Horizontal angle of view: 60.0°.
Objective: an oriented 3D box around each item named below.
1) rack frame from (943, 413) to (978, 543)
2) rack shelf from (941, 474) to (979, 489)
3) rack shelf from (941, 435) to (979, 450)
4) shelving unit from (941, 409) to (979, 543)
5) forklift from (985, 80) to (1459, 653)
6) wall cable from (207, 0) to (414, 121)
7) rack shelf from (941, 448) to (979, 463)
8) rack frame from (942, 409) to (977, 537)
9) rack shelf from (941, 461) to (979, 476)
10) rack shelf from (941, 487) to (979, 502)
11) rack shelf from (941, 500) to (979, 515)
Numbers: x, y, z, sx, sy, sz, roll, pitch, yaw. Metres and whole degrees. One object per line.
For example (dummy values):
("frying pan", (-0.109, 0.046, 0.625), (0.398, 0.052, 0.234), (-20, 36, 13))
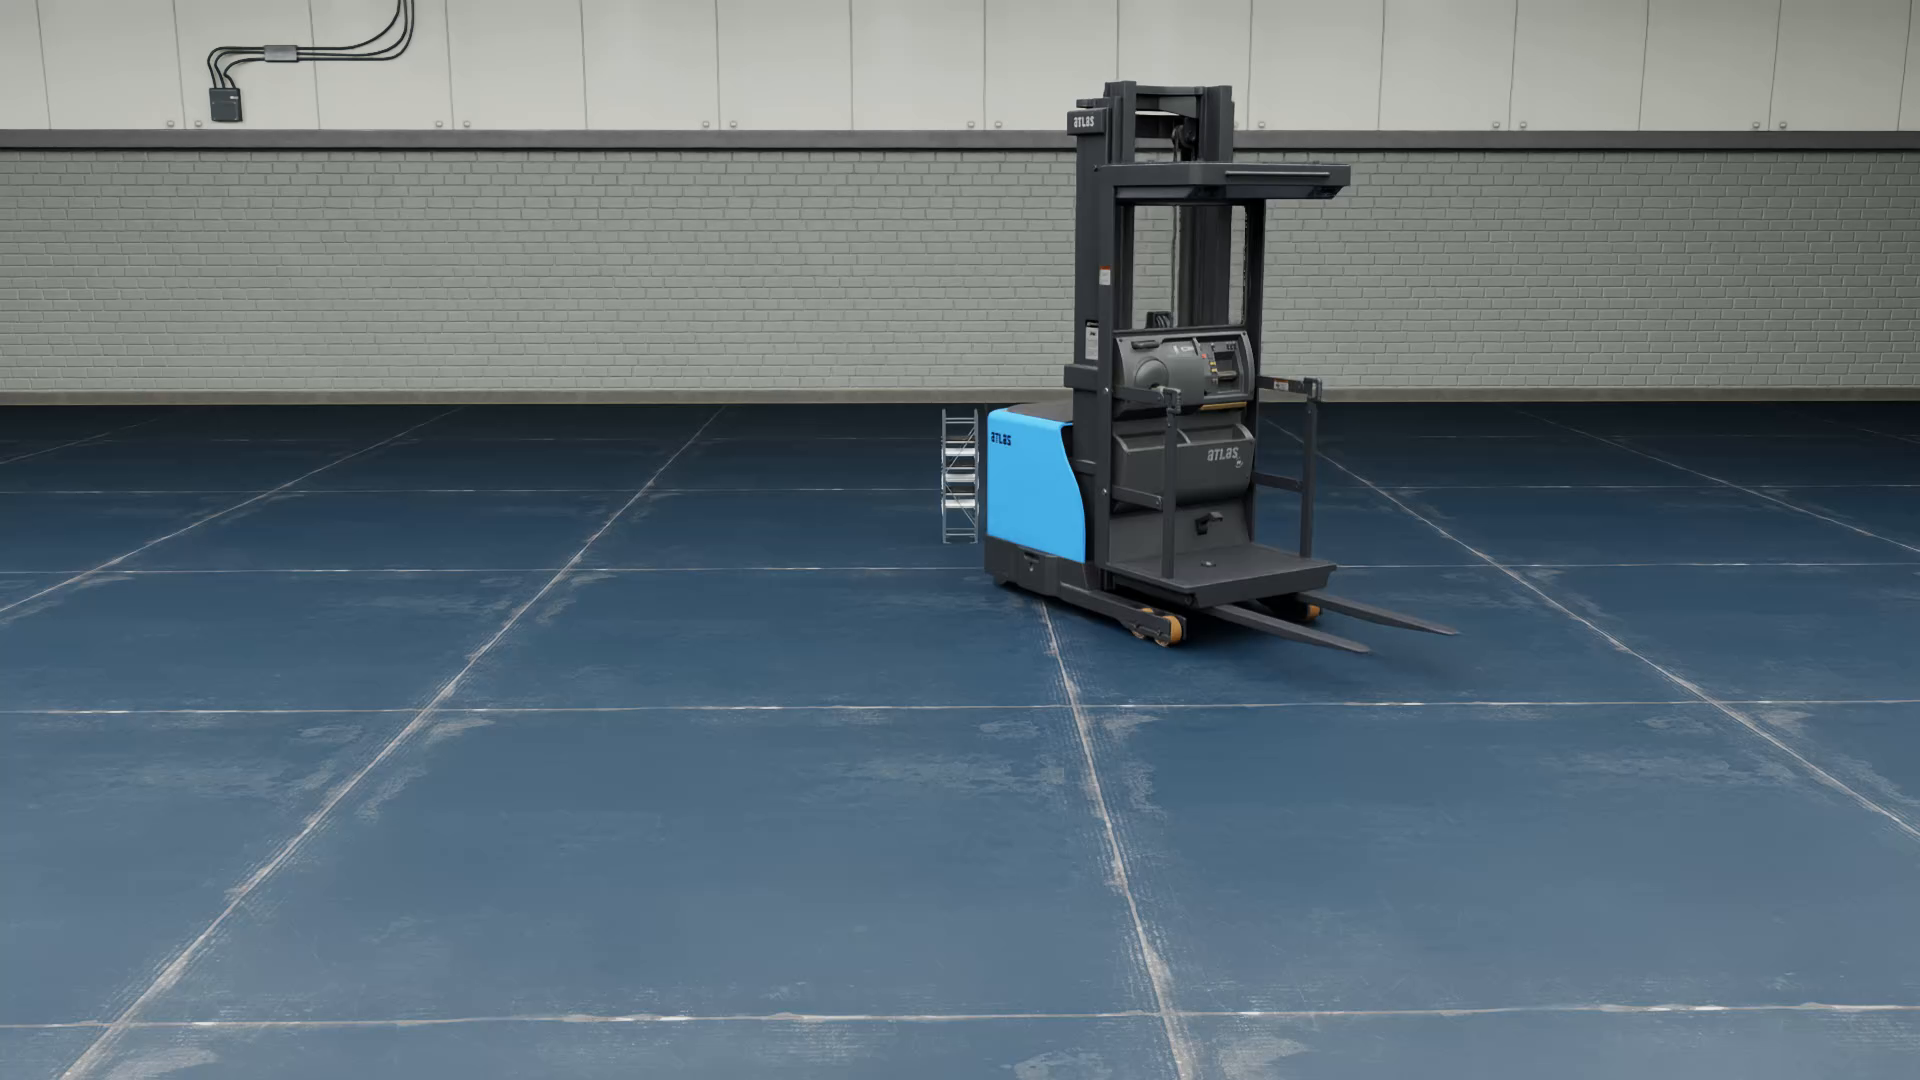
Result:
("rack frame", (0.002, -0.419, 11.362), (0.240, 0.900, 0.006), (0, 11, -1))
("rack shelf", (0.000, -0.407, 11.468), (0.258, 0.077, 0.200), (0, 11, -1))
("rack shelf", (0.000, -0.671, 11.415), (0.258, 0.077, 0.200), (0, 11, -1))
("shelving unit", (0.000, -0.439, 11.462), (0.258, 0.900, 0.210), (0, 11, -1))
("forklift", (1.367, -0.980, 9.017), (1.130, 2.935, 3.031), (-7, 14, -32))
("wall cable", (-7.215, -7.644, 18.050), (2.305, 6.003, 0.169), (0, 11, -1))
("rack shelf", (0.000, -0.583, 11.433), (0.258, 0.077, 0.200), (0, 11, -1))
("rack frame", (-0.002, -0.460, 11.561), (0.240, 0.900, 0.006), (0, 11, -1))
("rack shelf", (0.000, -0.495, 11.450), (0.258, 0.077, 0.200), (0, 11, -1))
("rack shelf", (0.000, -0.319, 11.486), (0.258, 0.077, 0.200), (0, 11, -1))
("rack shelf", (0.000, -0.230, 11.504), (0.258, 0.077, 0.200), (0, 11, -1))
